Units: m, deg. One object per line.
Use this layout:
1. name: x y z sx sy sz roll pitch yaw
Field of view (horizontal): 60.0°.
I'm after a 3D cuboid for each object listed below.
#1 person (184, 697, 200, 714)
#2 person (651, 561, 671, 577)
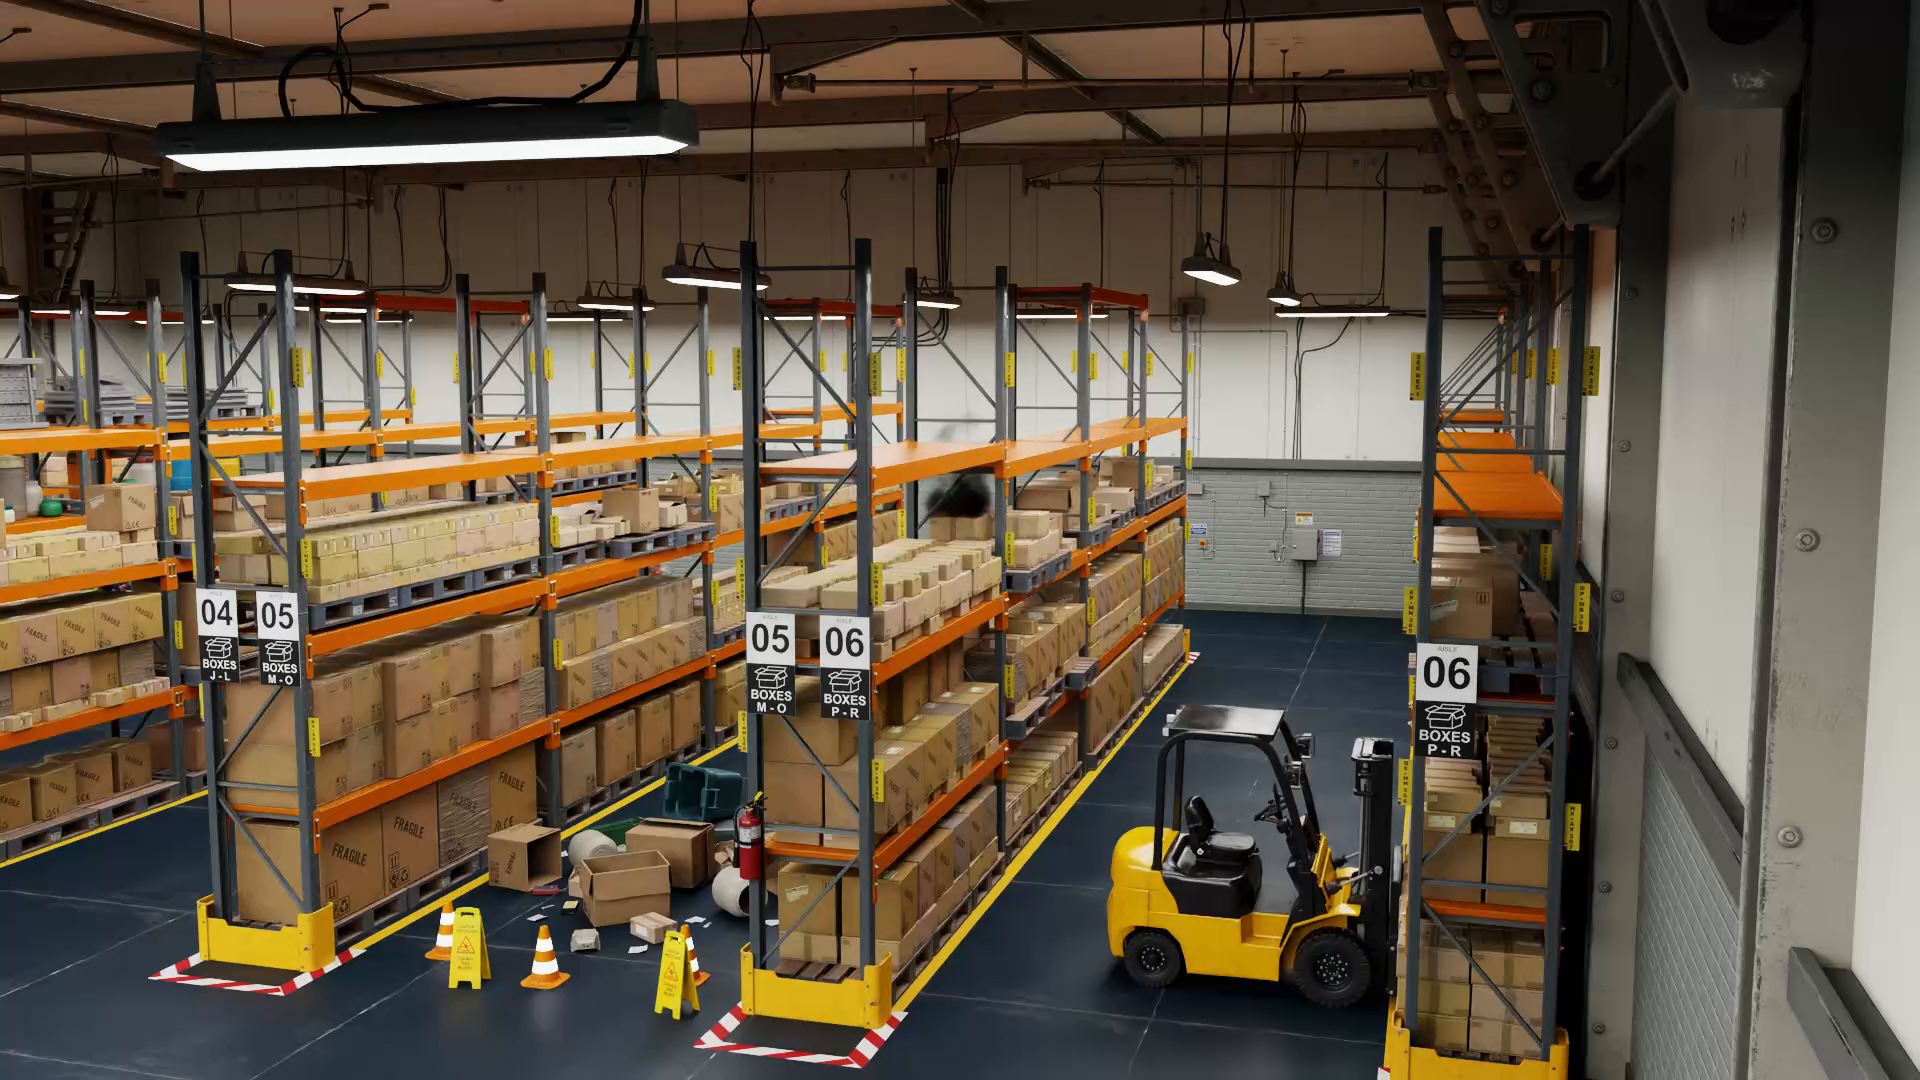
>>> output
1. person: -10.270 1.872 22.625 0.536 1.630 0.737 2 7 16
2. person: -5.786 0.728 31.833 0.727 1.815 0.665 3 7 21
